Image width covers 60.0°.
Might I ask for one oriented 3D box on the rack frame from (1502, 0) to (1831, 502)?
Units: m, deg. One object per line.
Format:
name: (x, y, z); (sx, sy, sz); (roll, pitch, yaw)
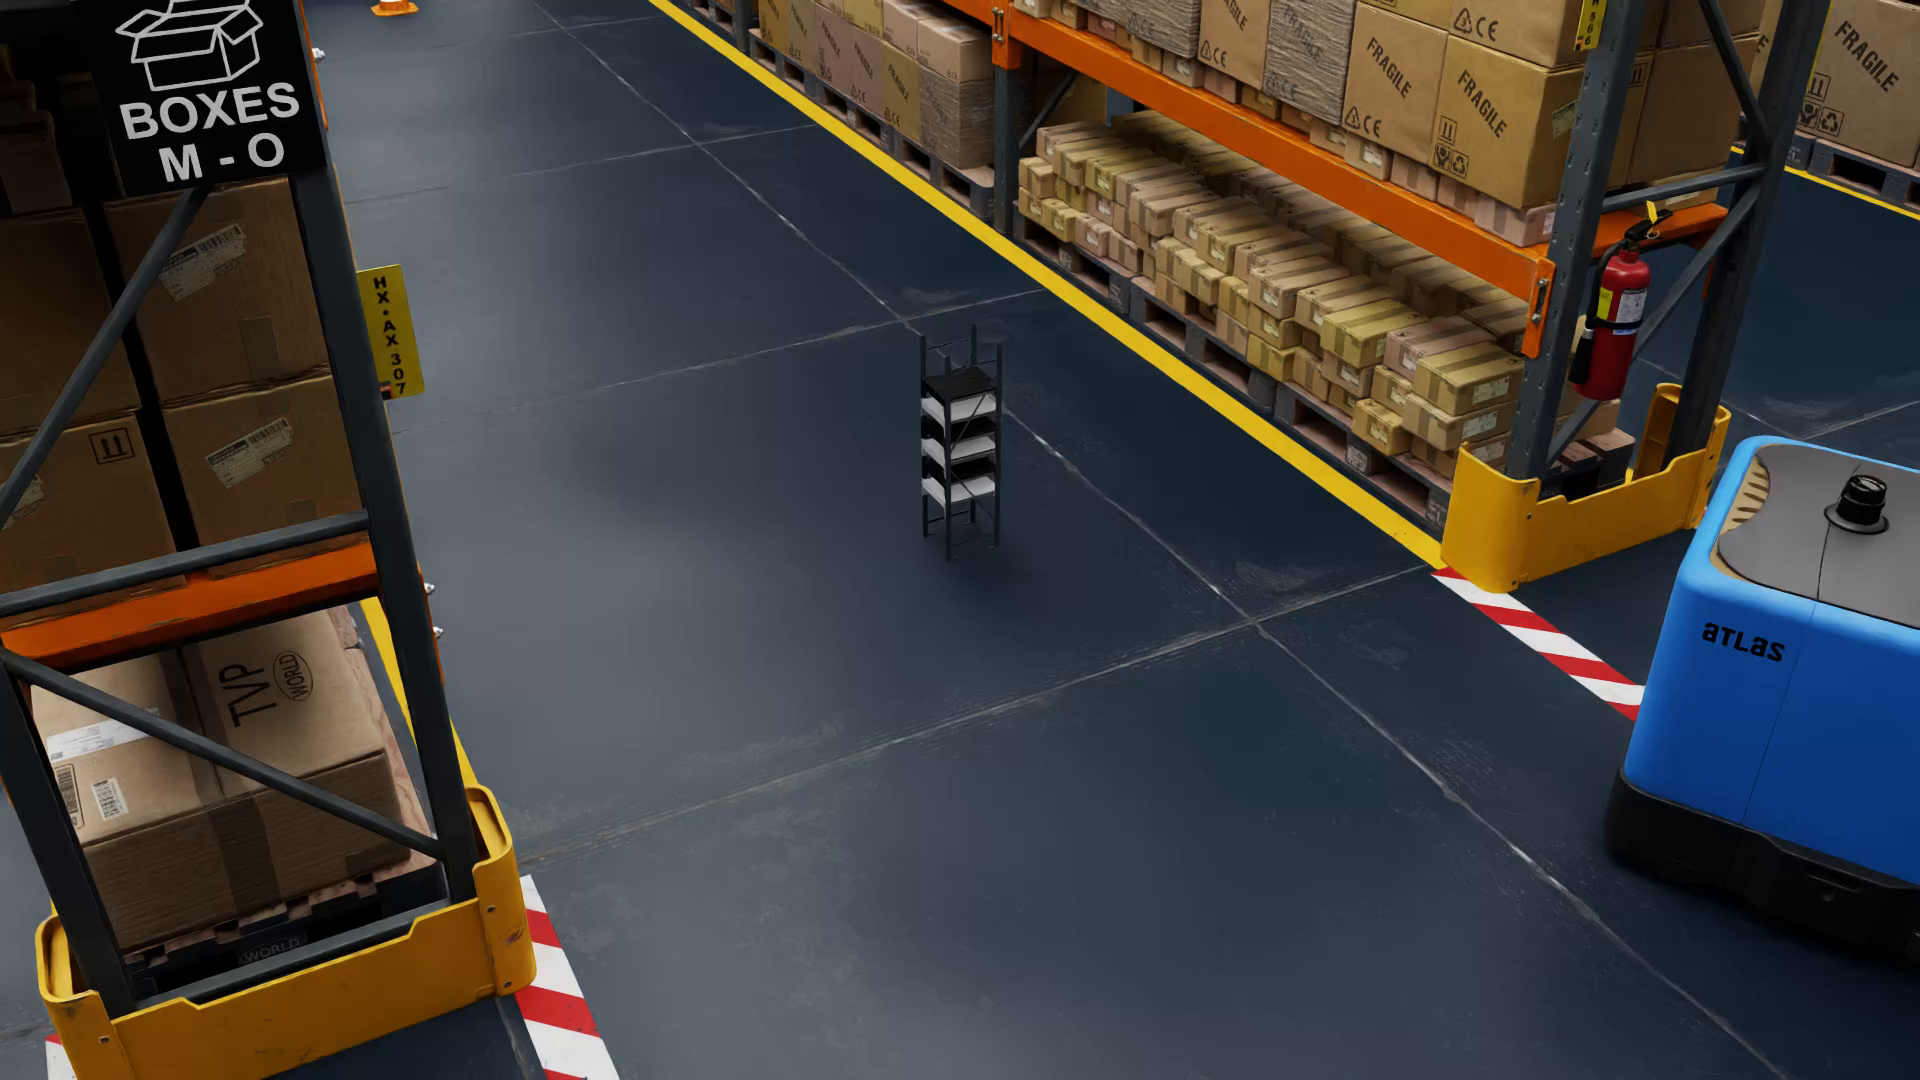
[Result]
rack frame: (2.526, -1.235, 5.896); (1.000, 3.000, 0.127); (-16, 36, -23)

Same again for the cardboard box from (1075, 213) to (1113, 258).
cardboard box: (0.833, -1.633, 8.771); (0.380, 0.149, 0.250); (-16, 36, -23)

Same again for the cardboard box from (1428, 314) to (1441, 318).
cardboard box: (2.215, -1.040, 7.571); (0.380, 0.149, 0.250); (-15, 35, -22)

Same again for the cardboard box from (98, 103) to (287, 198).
cardboard box: (-1.727, -0.917, 3.779); (0.380, 0.149, 0.250); (-15, 36, -22)

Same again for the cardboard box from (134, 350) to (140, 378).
cardboard box: (-2.734, -0.633, 4.865); (0.500, 0.500, 0.500); (-15, 36, -22)

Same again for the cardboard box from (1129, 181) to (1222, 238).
cardboard box: (1.064, -1.639, 8.229); (0.380, 0.149, 0.250); (-15, 36, -22)

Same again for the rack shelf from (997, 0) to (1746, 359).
rack shelf: (1.594, -1.886, 7.580); (1.077, 0.370, 4.000); (-16, 36, -23)

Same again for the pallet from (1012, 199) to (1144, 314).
pallet: (1.005, -1.658, 9.142); (1.003, 0.211, 1.213); (-16, 36, -23)

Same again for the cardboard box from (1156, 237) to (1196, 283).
cardboard box: (1.182, -1.383, 8.106); (0.380, 0.149, 0.250); (-16, 36, -23)

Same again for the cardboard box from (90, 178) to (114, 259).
cardboard box: (-2.506, -1.001, 5.440); (0.500, 0.500, 0.500); (-15, 35, -22)

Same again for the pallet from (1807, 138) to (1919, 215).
pallet: (5.954, -2.203, 9.993); (1.003, 0.211, 1.213); (-16, 36, -23)

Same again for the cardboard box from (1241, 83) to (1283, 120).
cardboard box: (1.463, -1.973, 7.281); (0.380, 0.149, 0.250); (-15, 36, -22)

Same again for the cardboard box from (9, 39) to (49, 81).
cardboard box: (-2.625, -1.289, 4.360); (0.380, 0.149, 0.250); (-16, 36, -24)

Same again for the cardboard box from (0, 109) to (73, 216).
cardboard box: (-2.150, -0.798, 3.595); (0.380, 0.149, 0.250); (-15, 36, -22)

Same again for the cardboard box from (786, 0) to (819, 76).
cardboard box: (-0.862, -3.536, 11.416); (0.500, 0.500, 0.500); (-15, 36, -23)

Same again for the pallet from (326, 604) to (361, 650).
pallet: (-2.813, 0.289, 6.103); (1.003, 0.211, 1.213); (-16, 36, -23)

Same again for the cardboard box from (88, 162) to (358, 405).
cardboard box: (-1.778, -0.705, 4.051); (0.500, 0.500, 0.500); (-17, 36, -24)

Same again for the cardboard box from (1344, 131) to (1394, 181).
cardboard box: (1.771, -1.573, 6.658); (0.380, 0.149, 0.250); (-15, 36, -22)

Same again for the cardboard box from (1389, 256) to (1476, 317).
cardboard box: (2.154, -1.148, 7.464); (0.380, 0.149, 0.250); (-18, 37, -25)

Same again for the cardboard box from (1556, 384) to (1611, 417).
cardboard box: (2.509, -0.651, 6.963); (0.380, 0.149, 0.250); (-14, 35, -21)

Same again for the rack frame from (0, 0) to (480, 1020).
rack frame: (-1.806, 0.059, 3.878); (1.000, 3.000, 0.127); (-16, 36, -23)

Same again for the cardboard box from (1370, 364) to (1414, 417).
cardboard box: (1.953, -0.655, 6.969); (0.380, 0.149, 0.250); (-17, 36, -24)

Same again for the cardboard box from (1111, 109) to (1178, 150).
cardboard box: (1.057, -2.266, 9.208); (0.380, 0.149, 0.250); (-15, 36, -22)

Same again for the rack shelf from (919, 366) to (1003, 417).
rack shelf: (0.004, -0.574, 6.374); (0.258, 0.077, 0.200); (-16, 36, -23)

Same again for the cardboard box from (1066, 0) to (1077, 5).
cardboard box: (0.669, -3.011, 8.301); (0.500, 0.500, 0.500); (-17, 36, -24)

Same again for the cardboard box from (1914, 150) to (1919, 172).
cardboard box: (6.168, -2.436, 9.351); (0.875, 0.875, 0.875); (-16, 36, -23)

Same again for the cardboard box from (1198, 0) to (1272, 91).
cardboard box: (1.385, -2.279, 7.158); (0.500, 0.500, 0.500); (-14, 35, -21)

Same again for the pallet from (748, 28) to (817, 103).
pallet: (-0.841, -3.505, 12.025); (1.003, 0.211, 1.213); (-16, 36, -23)

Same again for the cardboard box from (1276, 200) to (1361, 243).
cardboard box: (1.749, -1.516, 8.038); (0.380, 0.149, 0.250); (-16, 36, -23)

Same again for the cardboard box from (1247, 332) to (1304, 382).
cardboard box: (1.539, -0.875, 7.589); (0.380, 0.149, 0.250); (-18, 37, -25)

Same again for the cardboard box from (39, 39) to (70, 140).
cardboard box: (-2.971, -1.294, 4.970); (0.500, 0.500, 0.500); (-16, 36, -23)

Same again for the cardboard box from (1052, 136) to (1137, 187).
cardboard box: (0.714, -2.008, 8.805); (0.380, 0.149, 0.250); (-14, 35, -21)

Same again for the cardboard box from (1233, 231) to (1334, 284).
cardboard box: (1.492, -1.284, 7.675); (0.380, 0.149, 0.250); (-17, 36, -25)

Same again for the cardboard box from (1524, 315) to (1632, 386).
cardboard box: (2.582, -0.797, 6.915); (0.380, 0.149, 0.250); (-18, 37, -25)

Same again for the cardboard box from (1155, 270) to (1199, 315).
cardboard box: (1.187, -1.256, 8.184); (0.380, 0.149, 0.250); (-17, 36, -24)

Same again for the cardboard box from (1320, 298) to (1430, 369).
cardboard box: (1.755, -0.876, 7.039); (0.380, 0.149, 0.250); (-17, 36, -24)

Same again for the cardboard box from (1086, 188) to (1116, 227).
cardboard box: (0.890, -1.786, 8.735); (0.380, 0.149, 0.250); (-16, 36, -23)

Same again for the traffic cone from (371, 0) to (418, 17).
traffic cone: (-4.564, -4.473, 13.303); (0.336, 0.463, 0.334); (-16, 36, -23)

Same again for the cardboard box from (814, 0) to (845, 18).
cardboard box: (-0.641, -3.621, 10.854); (0.500, 0.250, 0.500); (-16, 36, -23)

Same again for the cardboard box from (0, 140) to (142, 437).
cardboard box: (-2.241, -0.575, 3.847); (0.500, 0.500, 0.500); (-15, 35, -22)

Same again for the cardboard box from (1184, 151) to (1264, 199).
cardboard box: (1.386, -1.894, 8.627); (0.380, 0.149, 0.250); (-15, 35, -22)

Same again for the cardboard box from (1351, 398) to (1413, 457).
cardboard box: (1.887, -0.507, 7.014); (0.380, 0.149, 0.250); (-15, 35, -22)

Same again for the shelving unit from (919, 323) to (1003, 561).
shelving unit: (0.004, -0.375, 6.501); (0.258, 0.900, 0.210); (-16, 36, -23)

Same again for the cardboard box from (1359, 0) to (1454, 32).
cardboard box: (1.856, -2.221, 6.140); (0.500, 0.500, 0.500); (-17, 36, -25)

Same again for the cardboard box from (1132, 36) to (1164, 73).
cardboard box: (1.042, -2.334, 7.845); (0.380, 0.149, 0.250); (-15, 36, -22)

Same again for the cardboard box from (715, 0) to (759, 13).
cardboard box: (-1.408, -4.595, 12.838); (1.050, 0.750, 0.750); (-16, 36, -24)

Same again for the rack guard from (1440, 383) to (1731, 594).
rack guard: (2.491, -0.218, 6.627); (1.175, 0.500, 0.348); (-16, 36, -23)

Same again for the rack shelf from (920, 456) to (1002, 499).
rack shelf: (0.004, -0.271, 6.568); (0.258, 0.077, 0.200); (-16, 36, -23)

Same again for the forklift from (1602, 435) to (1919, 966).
forklift: (3.530, -0.044, 4.102); (3.031, 2.935, 1.130); (19, 37, 26)

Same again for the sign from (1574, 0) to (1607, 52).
sign: (2.026, -1.725, 5.296); (0.100, 0.325, 0.005); (-16, 36, -23)

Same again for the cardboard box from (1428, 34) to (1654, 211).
cardboard box: (2.089, -1.552, 6.023); (0.500, 0.500, 0.500); (-15, 36, -22)

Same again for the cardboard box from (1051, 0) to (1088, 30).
cardboard box: (0.690, -2.716, 8.441); (0.380, 0.149, 0.250); (-15, 36, -22)

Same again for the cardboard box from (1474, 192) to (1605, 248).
cardboard box: (2.124, -1.213, 6.096); (0.380, 0.149, 0.250); (-16, 36, -23)

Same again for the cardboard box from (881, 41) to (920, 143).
cardboard box: (-0.146, -2.803, 10.272); (0.500, 0.500, 0.500); (-17, 36, -24)

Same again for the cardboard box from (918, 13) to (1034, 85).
cardboard box: (0.090, -2.875, 9.690); (0.500, 0.250, 0.500); (-17, 36, -24)

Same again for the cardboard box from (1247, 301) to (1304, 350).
cardboard box: (1.531, -1.008, 7.520); (0.380, 0.149, 0.250); (-15, 36, -22)
